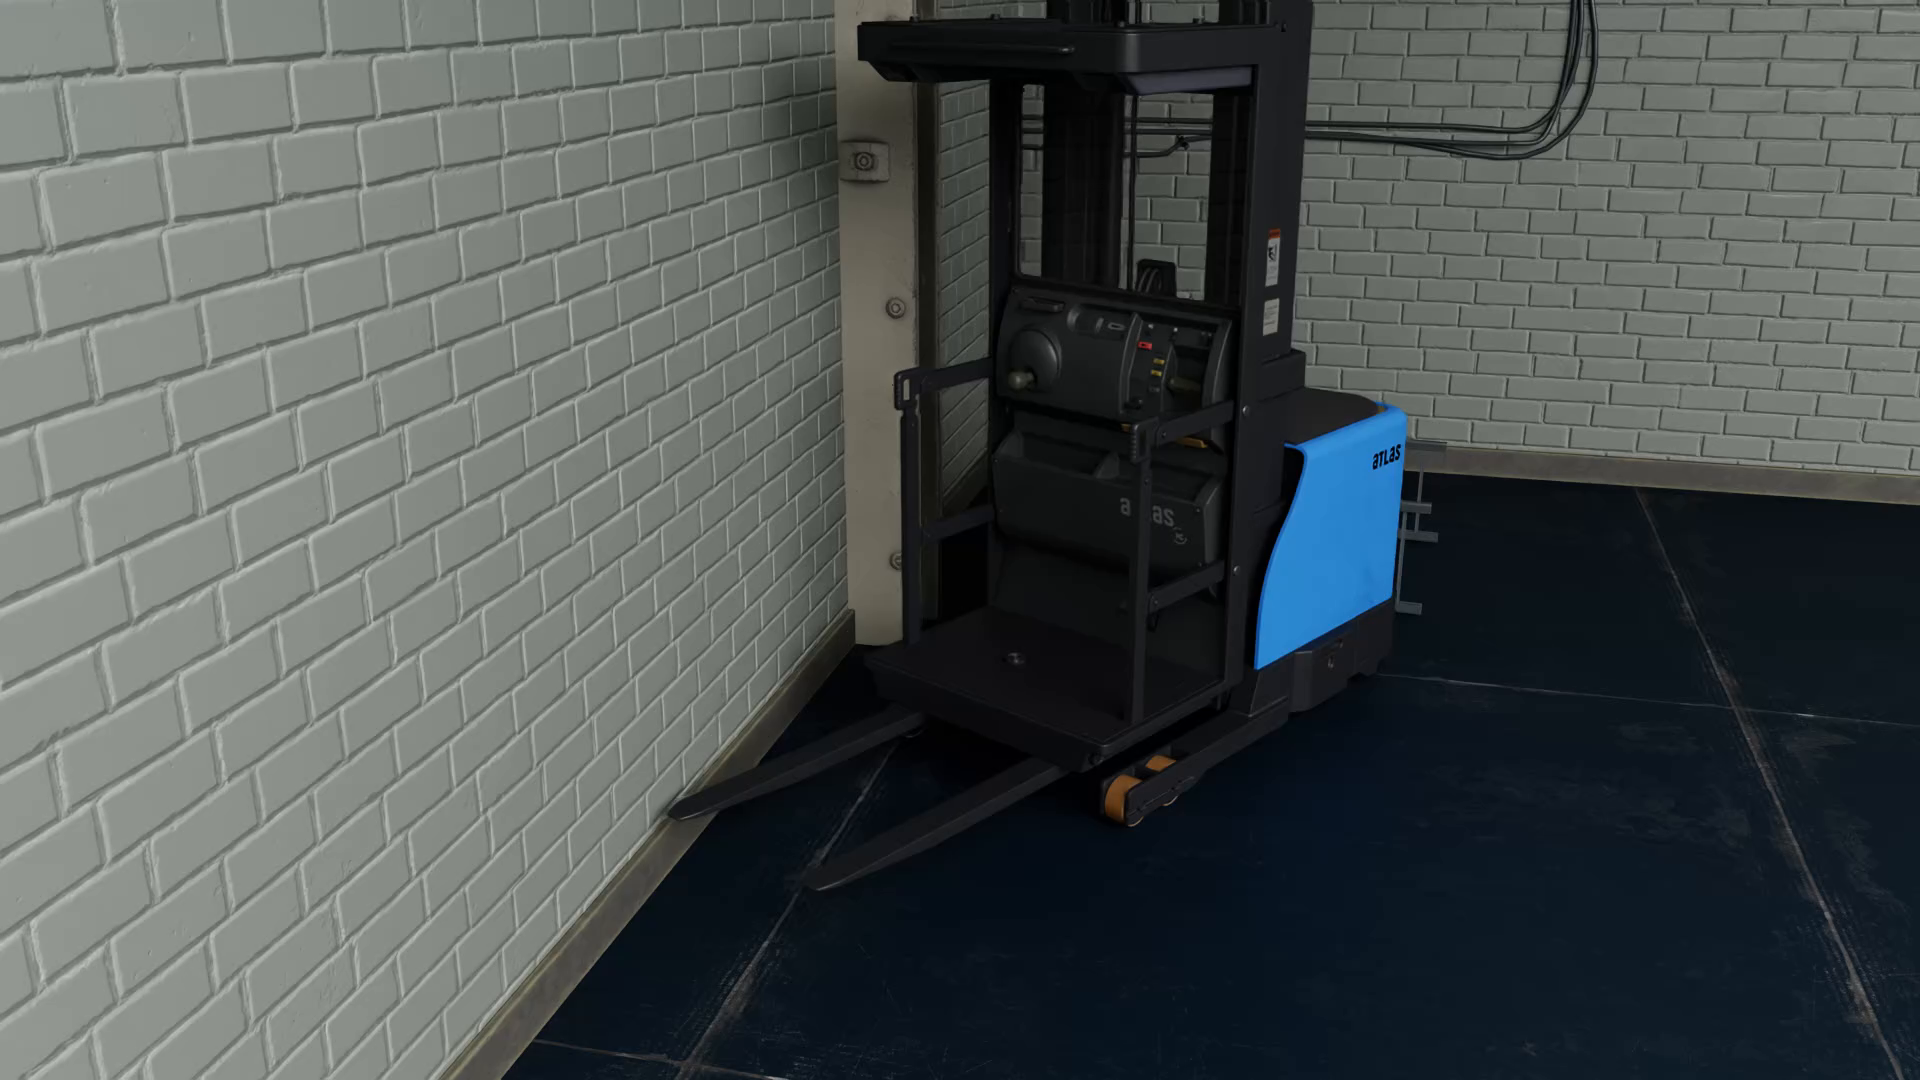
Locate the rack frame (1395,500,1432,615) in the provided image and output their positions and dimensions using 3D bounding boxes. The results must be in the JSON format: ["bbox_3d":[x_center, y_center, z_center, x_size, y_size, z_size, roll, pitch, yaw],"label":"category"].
[{"bbox_3d":[1.285,0.004,7.343,1.500,0.500,0.032,6,20,18],"label":"rack frame"}]

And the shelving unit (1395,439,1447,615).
[{"bbox_3d":[1.451,-0.151,7.798,1.500,0.538,1.048,6,20,18],"label":"shelving unit"}]

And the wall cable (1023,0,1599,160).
[{"bbox_3d":[1.729,-3.230,8.527,3.097,2.526,0.112,5,19,13],"label":"wall cable"}]

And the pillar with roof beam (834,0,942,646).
[{"bbox_3d":[3.902,-3.541,4.632,9.100,9.000,0.400,5,19,13],"label":"pillar with roof beam"}]

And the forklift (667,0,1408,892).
[{"bbox_3d":[0.369,-0.634,5.510,1.130,2.935,3.031,16,25,39],"label":"forklift"}]

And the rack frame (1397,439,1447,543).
[{"bbox_3d":[1.617,-0.307,8.252,1.500,0.500,0.032,6,20,18],"label":"rack frame"}]
